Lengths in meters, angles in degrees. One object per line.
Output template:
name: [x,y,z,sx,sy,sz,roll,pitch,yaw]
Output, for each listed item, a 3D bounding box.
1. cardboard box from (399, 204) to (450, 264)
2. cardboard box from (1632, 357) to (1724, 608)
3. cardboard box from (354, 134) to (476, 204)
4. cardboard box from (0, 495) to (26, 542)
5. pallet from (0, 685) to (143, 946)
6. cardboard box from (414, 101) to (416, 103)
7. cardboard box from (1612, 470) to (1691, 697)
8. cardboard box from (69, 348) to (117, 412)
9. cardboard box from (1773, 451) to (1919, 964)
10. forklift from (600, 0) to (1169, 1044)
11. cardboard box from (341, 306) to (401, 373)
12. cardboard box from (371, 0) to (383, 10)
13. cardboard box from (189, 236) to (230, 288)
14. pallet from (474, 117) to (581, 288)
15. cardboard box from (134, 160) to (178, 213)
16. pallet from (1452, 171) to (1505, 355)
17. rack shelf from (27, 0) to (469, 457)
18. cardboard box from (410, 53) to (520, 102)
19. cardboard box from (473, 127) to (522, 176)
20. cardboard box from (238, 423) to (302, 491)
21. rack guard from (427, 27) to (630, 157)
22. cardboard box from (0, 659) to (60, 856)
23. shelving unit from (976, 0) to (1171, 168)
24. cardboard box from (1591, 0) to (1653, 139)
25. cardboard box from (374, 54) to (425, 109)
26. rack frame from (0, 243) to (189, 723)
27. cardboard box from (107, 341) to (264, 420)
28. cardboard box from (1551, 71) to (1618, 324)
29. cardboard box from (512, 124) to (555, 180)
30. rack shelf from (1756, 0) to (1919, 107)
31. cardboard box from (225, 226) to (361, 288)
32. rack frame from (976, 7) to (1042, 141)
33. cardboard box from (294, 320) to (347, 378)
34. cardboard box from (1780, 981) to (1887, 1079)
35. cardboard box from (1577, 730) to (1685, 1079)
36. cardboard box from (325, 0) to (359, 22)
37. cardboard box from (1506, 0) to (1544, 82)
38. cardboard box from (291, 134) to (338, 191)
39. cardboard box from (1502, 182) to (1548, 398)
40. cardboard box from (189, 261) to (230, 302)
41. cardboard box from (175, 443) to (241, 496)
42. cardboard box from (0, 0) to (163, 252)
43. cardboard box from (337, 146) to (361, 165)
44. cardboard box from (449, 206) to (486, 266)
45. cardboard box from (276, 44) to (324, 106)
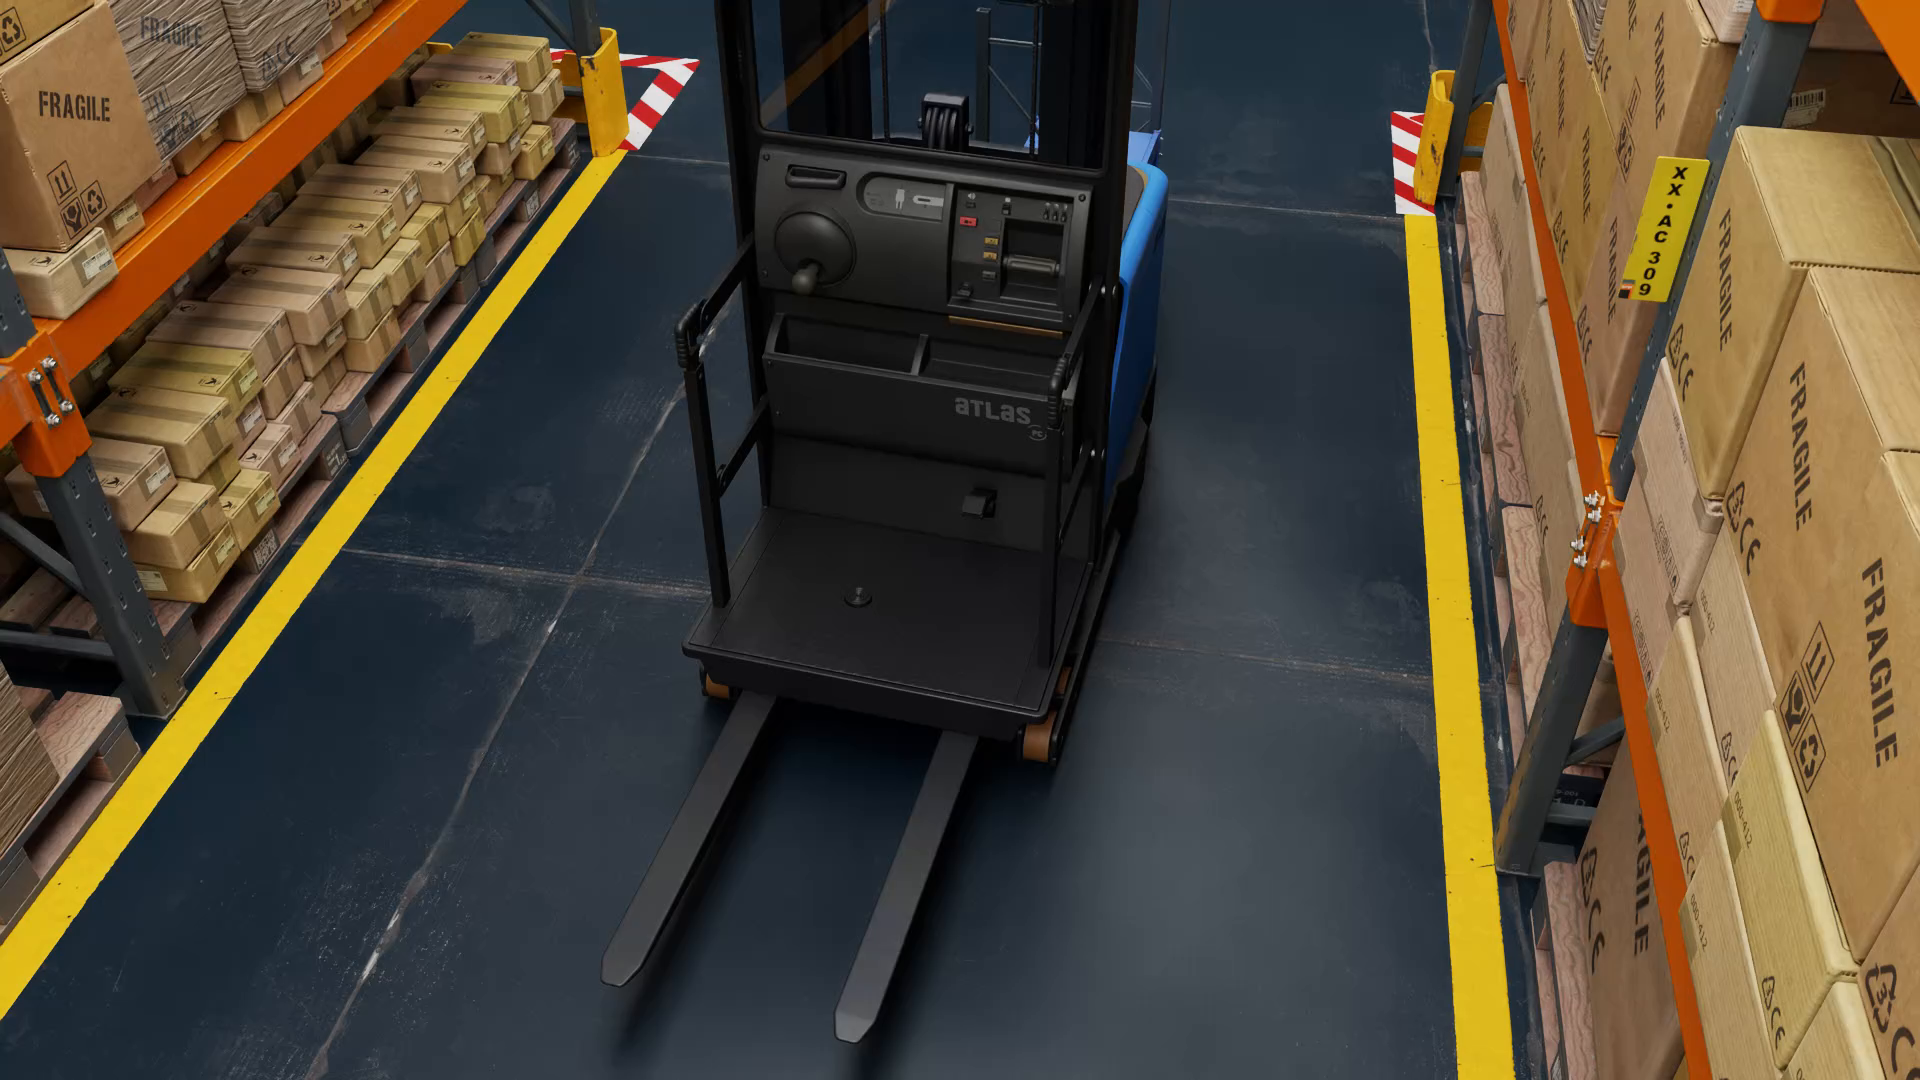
cardboard box: [-2.246,-1.207,6.531,0.380,0.149,0.250,8,40,10]
cardboard box: [1.639,-0.101,3.243,0.500,0.250,0.500,5,40,6]
cardboard box: [-2.169,-1.478,6.624,0.380,0.149,0.250,8,40,9]
cardboard box: [-3.159,-0.104,5.196,0.380,0.149,0.250,7,40,9]
pallet: [-3.034,0.870,4.532,1.003,0.211,1.213,6,40,8]
cardboard box: [-2.552,-2.081,7.587,0.380,0.149,0.250,8,40,10]
cardboard box: [1.656,0.094,3.400,0.500,0.250,0.500,6,40,7]
cardboard box: [-3.054,-0.560,5.514,0.380,0.149,0.250,6,40,7]
cardboard box: [1.483,0.246,2.235,0.500,0.500,0.500,5,40,7]
forklift: [-0.164,-0.747,4.353,1.130,2.935,3.031,10,41,12]
cardboard box: [-2.336,-0.769,6.233,0.380,0.149,0.250,5,40,6]
cardboard box: [-2.296,-2.073,6.100,0.380,0.149,0.250,5,40,6]
cardboard box: [-2.942,-1.065,6.124,0.380,0.149,0.250,5,40,6]
pallet: [-2.397,-1.576,7.490,1.003,0.211,1.213,6,40,8]
cardboard box: [-2.563,-1.082,4.902,0.380,0.149,0.250,5,40,6]
pallet: [2.623,-1.136,6.959,1.003,0.211,1.213,6,40,8]
rack shelf: [-2.554,-1.671,5.982,1.077,0.370,4.000,6,40,8]
cardboard box: [-2.150,-1.985,7.237,0.380,0.149,0.250,7,40,9]
cardboard box: [-2.106,-1.693,7.118,0.380,0.149,0.250,5,40,6]
cardboard box: [-2.483,-0.279,5.641,0.380,0.149,0.250,6,40,7]
rack guard: [-2.221,-2.193,8.010,1.175,0.500,0.348,6,40,8]
cardboard box: [-2.780,0.600,4.302,0.500,0.500,0.500,6,40,7]
shelving unit: [0.434,-1.462,6.341,0.538,1.500,1.048,10,41,12]
cardboard box: [1.898,-1.279,4.080,0.500,0.500,0.500,6,40,7]
cardboard box: [-2.563,-2.019,7.278,0.380,0.149,0.250,7,40,8]
rack frame: [-2.900,-0.694,4.235,1.000,3.000,0.127,6,40,8]
cardboard box: [-2.535,-0.510,5.453,0.380,0.149,0.250,6,40,7]
cardboard box: [1.905,-0.892,4.397,0.500,0.500,0.500,5,40,7]
cardboard box: [-2.038,-1.741,7.410,0.380,0.149,0.250,8,40,9]
rack shelf: [1.647,0.165,1.407,1.077,0.370,4.000,6,40,8]
cardboard box: [-2.422,-1.007,6.055,0.380,0.149,0.250,5,40,6]
rack frame: [0.301,-1.149,5.963,0.500,1.500,0.032,10,41,12]
cardboard box: [-2.440,-0.728,5.951,0.380,0.149,0.250,8,40,10]
cardboard box: [1.377,0.861,2.080,0.500,0.250,0.500,5,40,6]
cardboard box: [1.964,0.844,3.713,0.875,0.875,0.875,8,40,9]
cardboard box: [-2.301,-2.093,5.615,0.500,0.500,0.500,8,40,10]
cardboard box: [2.153,-1.853,5.558,0.500,0.500,0.500,6,40,7]
cardboard box: [-2.751,-1.537,6.696,0.380,0.149,0.250,8,40,9]
cardboard box: [2.519,-0.895,6.160,0.875,0.438,0.875,7,40,9]
cardboard box: [-2.864,-0.920,6.183,0.380,0.149,0.250,5,40,6]
cardboard box: [-2.567,-0.232,5.351,0.380,0.149,0.250,7,40,8]
cardboard box: [-2.566,-1.130,4.450,0.500,0.500,0.500,6,40,7]
cardboard box: [-2.761,-1.603,7.009,0.380,0.149,0.250,8,40,9]
cardboard box: [-2.181,-1.261,6.829,0.380,0.149,0.250,5,40,6]
cardboard box: [-2.349,-1.570,5.492,0.380,0.149,0.250,8,40,10]
